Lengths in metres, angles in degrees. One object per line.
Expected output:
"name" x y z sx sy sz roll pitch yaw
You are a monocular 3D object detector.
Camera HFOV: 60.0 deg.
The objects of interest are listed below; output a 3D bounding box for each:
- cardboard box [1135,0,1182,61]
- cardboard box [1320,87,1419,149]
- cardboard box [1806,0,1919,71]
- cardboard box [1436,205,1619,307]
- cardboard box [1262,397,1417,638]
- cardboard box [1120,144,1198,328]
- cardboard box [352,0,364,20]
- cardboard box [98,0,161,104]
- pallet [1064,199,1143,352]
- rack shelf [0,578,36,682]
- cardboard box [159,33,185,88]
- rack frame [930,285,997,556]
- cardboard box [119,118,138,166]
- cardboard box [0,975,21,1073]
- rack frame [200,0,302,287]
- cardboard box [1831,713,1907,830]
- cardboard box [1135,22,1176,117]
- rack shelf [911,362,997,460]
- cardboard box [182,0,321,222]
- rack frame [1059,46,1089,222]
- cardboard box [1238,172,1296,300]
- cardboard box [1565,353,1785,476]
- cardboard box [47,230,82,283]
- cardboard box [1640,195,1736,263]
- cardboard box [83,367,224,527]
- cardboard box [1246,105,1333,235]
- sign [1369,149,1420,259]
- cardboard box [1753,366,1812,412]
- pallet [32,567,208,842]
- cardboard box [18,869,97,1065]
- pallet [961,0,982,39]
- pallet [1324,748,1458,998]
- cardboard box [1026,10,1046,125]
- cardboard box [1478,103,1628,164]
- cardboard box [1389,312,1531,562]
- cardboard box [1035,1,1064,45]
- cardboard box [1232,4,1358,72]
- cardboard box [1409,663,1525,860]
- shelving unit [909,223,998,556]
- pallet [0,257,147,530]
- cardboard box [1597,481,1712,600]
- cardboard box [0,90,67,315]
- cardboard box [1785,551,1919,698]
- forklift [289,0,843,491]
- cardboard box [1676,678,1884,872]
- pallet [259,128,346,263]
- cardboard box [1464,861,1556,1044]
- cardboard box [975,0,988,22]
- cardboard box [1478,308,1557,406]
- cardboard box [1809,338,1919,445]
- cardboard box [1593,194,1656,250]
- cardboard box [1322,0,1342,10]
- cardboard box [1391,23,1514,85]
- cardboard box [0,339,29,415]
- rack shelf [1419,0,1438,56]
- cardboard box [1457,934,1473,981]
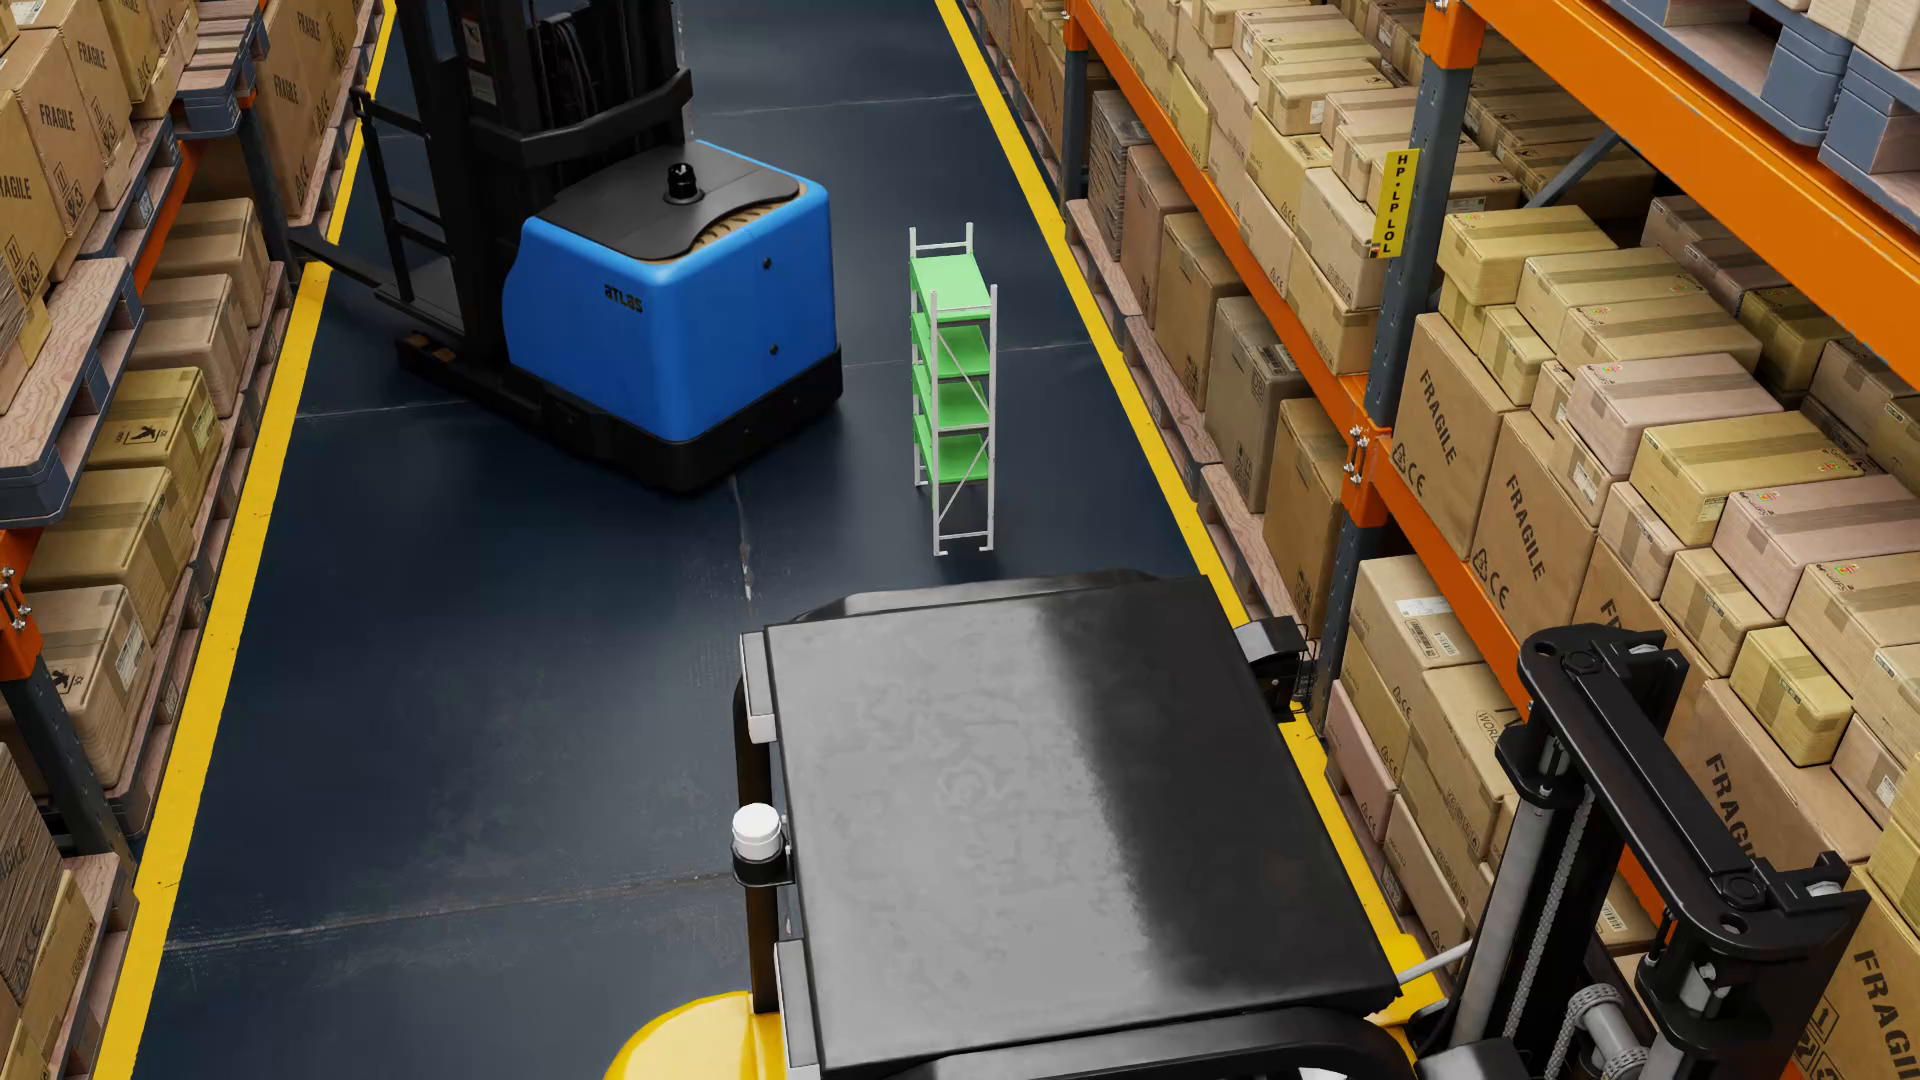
"cardboard box" 1.039 -2.210 6.865 0.500 0.250 0.500 -7 38 -9
"cardboard box" 1.410 -1.357 5.441 0.380 0.149 0.250 -6 38 -8
"cardboard box" 1.704 -0.979 2.806 0.396 0.266 0.258 -7 38 -9
"cardboard box" 1.507 -0.760 4.430 0.380 0.149 0.250 -5 38 -7
"cardboard box" 1.640 -0.113 6.044 0.875 0.625 0.625 -5 38 -6
"cardboard box" 1.260 -1.443 7.756 0.875 0.625 0.625 -5 38 -6
"cardboard box" -4.358 -3.828 10.622 0.875 0.875 0.875 -5 38 -7
"cardboard box" -3.300 -1.913 6.102 0.500 0.500 0.500 -9 39 -11
"pallet" 1.147 -1.385 8.360 1.003 0.211 1.213 -6 38 -8
"rack shelf" -2.793 1.457 3.016 1.077 0.370 4.000 -6 38 -8
"cardboard box" -3.313 -1.891 6.601 0.380 0.149 0.250 -8 39 -10
"rack frame" 0.014 -0.426 6.321 0.240 1.200 0.015 -6 38 -8
"cardboard box" -3.206 -1.418 5.992 0.380 0.149 0.250 -7 38 -9
"cardboard box" -2.685 1.224 4.017 0.500 0.500 0.500 -6 38 -7
"rack frame" -3.845 -2.451 7.460 1.000 3.000 0.127 -6 38 -8
"cardboard box" 1.903 0.437 3.132 0.380 0.149 0.250 -6 38 -8
"cardboard box" 1.059 -2.019 7.026 0.500 0.250 0.500 -7 38 -9
"rack shelf" -0.029 -0.523 6.550 0.258 0.148 0.480 -6 38 -8
"cardboard box" -3.884 -2.204 8.531 0.875 0.875 0.875 -7 38 -8
"rack frame" 1.041 -2.987 8.150 1.000 3.000 0.127 -6 38 -8
"cardboard box" 1.303 -1.091 5.832 0.500 0.250 0.500 -6 38 -8
"cardboard box" 1.639 -0.292 3.828 0.380 0.149 0.250 -5 38 -7
"cardboard box" -3.093 -0.944 5.383 0.380 0.149 0.250 -6 38 -7
"cardboard box" 2.096 -0.824 4.513 0.380 0.149 0.250 -6 38 -8
"cardboard box" -3.491 -0.333 6.534 0.950 0.372 0.625 -5 38 -6
"cardboard box" 1.308 -1.288 5.678 0.500 0.250 0.500 -7 38 -9
"sign" 1.210 -0.933 4.627 0.100 0.325 0.005 -6 38 -8
"cardboard box" 2.168 -0.392 4.199 0.380 0.149 0.250 -5 38 -7
"pallet" -3.281 0.596 5.811 1.003 0.211 1.213 -6 38 -8
"cardboard box" -2.775 1.213 4.642 0.500 0.250 0.500 -5 38 -6
"pallet" 0.520 -3.815 11.488 1.003 0.211 1.213 -6 38 -8
"pallet" 1.841 1.015 5.272 1.003 0.211 1.213 -6 38 -8
"cardboard box" 0.678 -2.702 9.478 0.500 0.500 0.500 -7 38 -9
"cardboard box" 1.897 -1.270 5.329 0.380 0.149 0.250 -7 38 -9
"cardboard box" 1.563 -0.315 4.628 0.500 0.500 0.500 -7 38 -9
"cardboard box" 0.627 -2.855 9.146 0.380 0.149 0.250 -8 39 -10
"cardboard box" 1.211 -1.818 6.035 0.380 0.149 0.250 -6 38 -8
"cardboard box" 1.598 0.590 4.630 0.500 0.250 0.500 -6 38 -8
"shelving unit" -0.029 -0.574 6.511 0.258 1.200 0.503 -6 38 -8
"pallet" -3.134 -0.437 5.023 1.003 0.211 1.213 -6 38 -8
"cardboard box" 1.674 -0.020 3.720 0.380 0.149 0.250 -7 38 -8
"cardboard box" -3.032 -0.974 4.893 0.500 0.500 0.500 -6 38 -8
"cardboard box" 1.872 0.158 3.248 0.380 0.149 0.250 -6 38 -8
"forklift" -1.998 -2.103 7.069 3.031 2.935 1.130 26 45 29
"cardboard box" 1.828 0.610 3.438 0.500 0.500 0.500 -6 38 -8
"pallet" -3.909 -1.834 8.939 1.003 0.211 1.213 -6 38 -8
"cardboard box" 1.691 1.086 4.399 0.500 0.250 0.500 -7 38 -8
"cardboard box" 0.390 -3.643 10.689 0.500 0.500 0.500 -7 38 -9
"cardboard box" 1.587 -0.490 4.325 0.380 0.149 0.250 -5 38 -7
"cardboard box" 2.264 -0.365 3.922 0.380 0.149 0.250 -7 38 -9
"cardboard box" 1.906 -1.043 5.363 0.500 0.250 0.500 -7 38 -9
"cardboard box" 1.586 -2.183 6.505 0.380 0.149 0.250 -5 38 -7
"cardboard box" 1.770 -1.726 5.916 0.380 0.149 0.250 -6 38 -8
"cardboard box" -2.929 -0.469 4.772 0.380 0.149 0.250 -6 38 -7
"rack shelf" 1.392 -2.680 5.896 1.077 0.370 4.000 -6 38 -8
"cardboard box" 1.711 1.290 4.543 0.500 0.250 0.500 -6 38 -7
